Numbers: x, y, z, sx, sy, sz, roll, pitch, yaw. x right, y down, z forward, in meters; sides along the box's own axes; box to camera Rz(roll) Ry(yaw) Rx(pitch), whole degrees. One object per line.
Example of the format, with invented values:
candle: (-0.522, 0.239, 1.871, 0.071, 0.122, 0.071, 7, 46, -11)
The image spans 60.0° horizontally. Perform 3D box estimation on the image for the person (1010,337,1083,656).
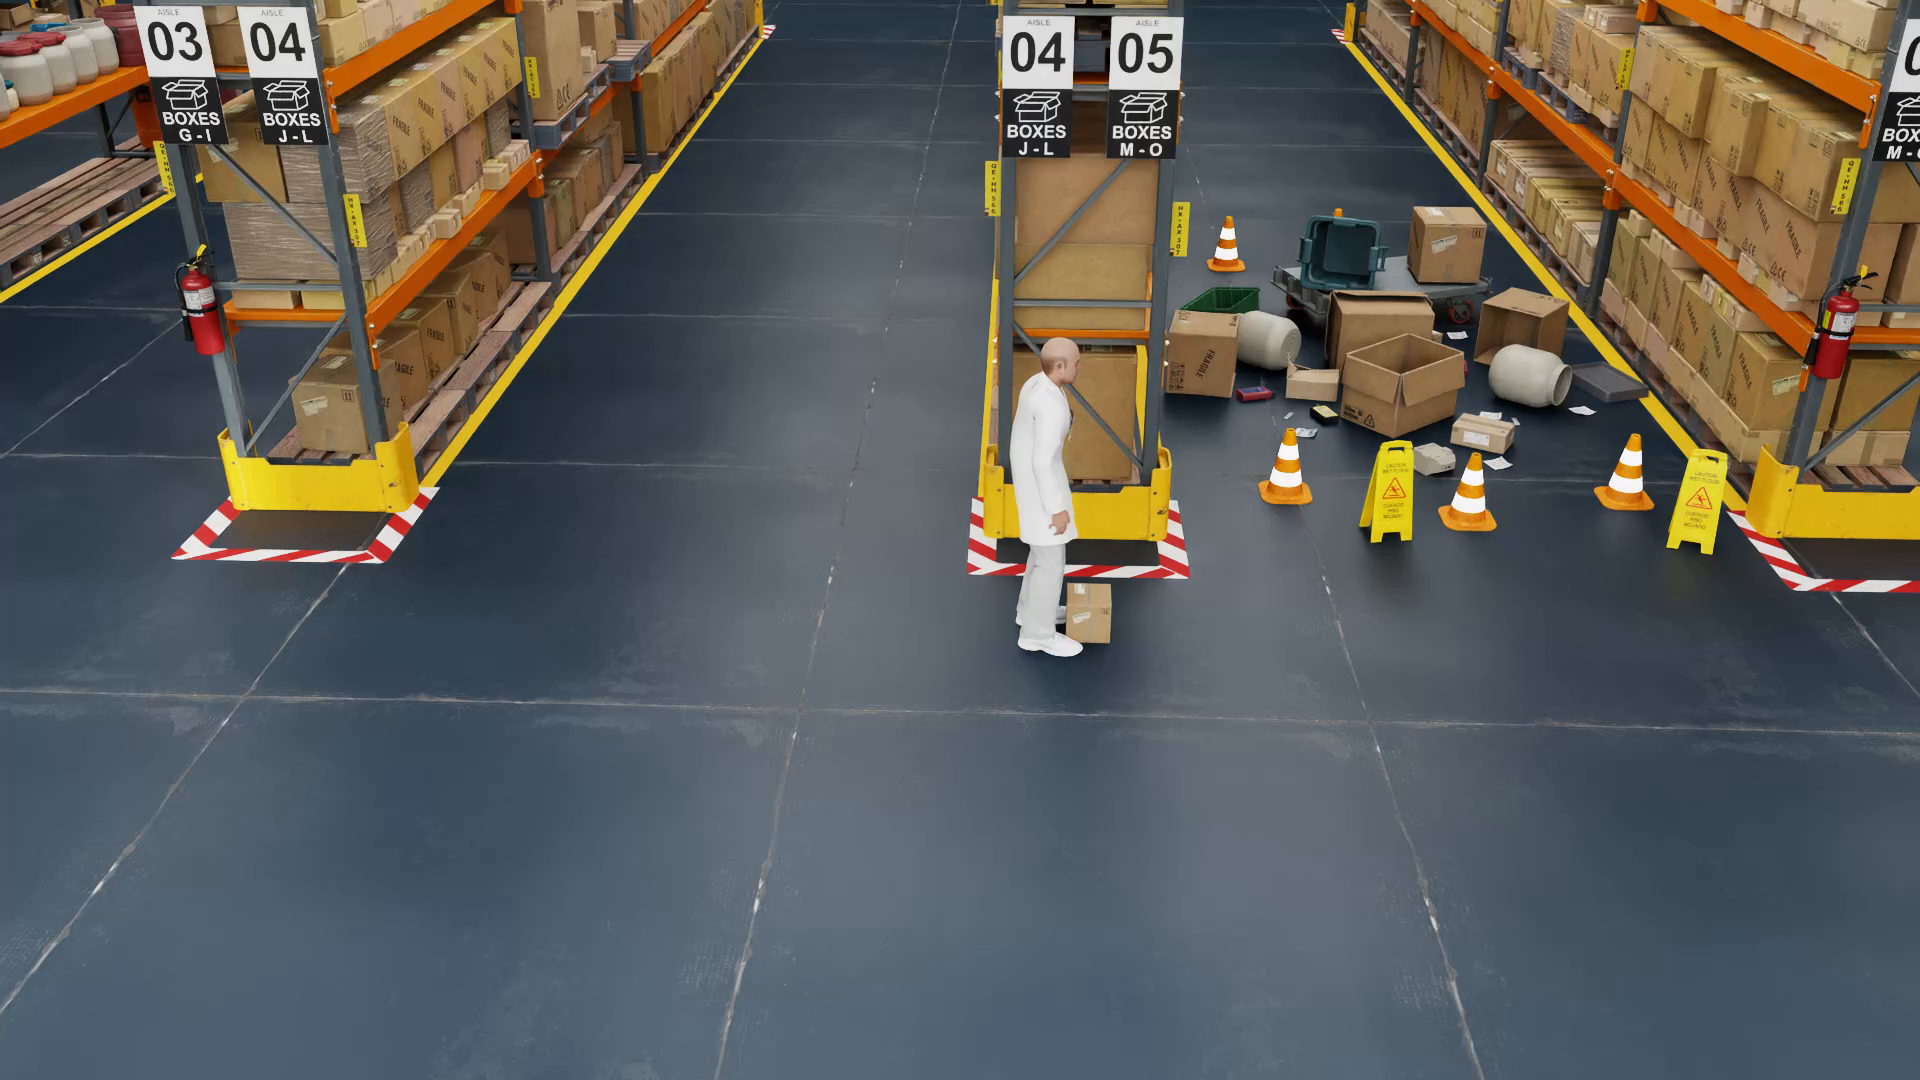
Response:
person: (0.484, -0.267, 9.147, 0.422, 1.774, 0.653, 0, 28, -1)
